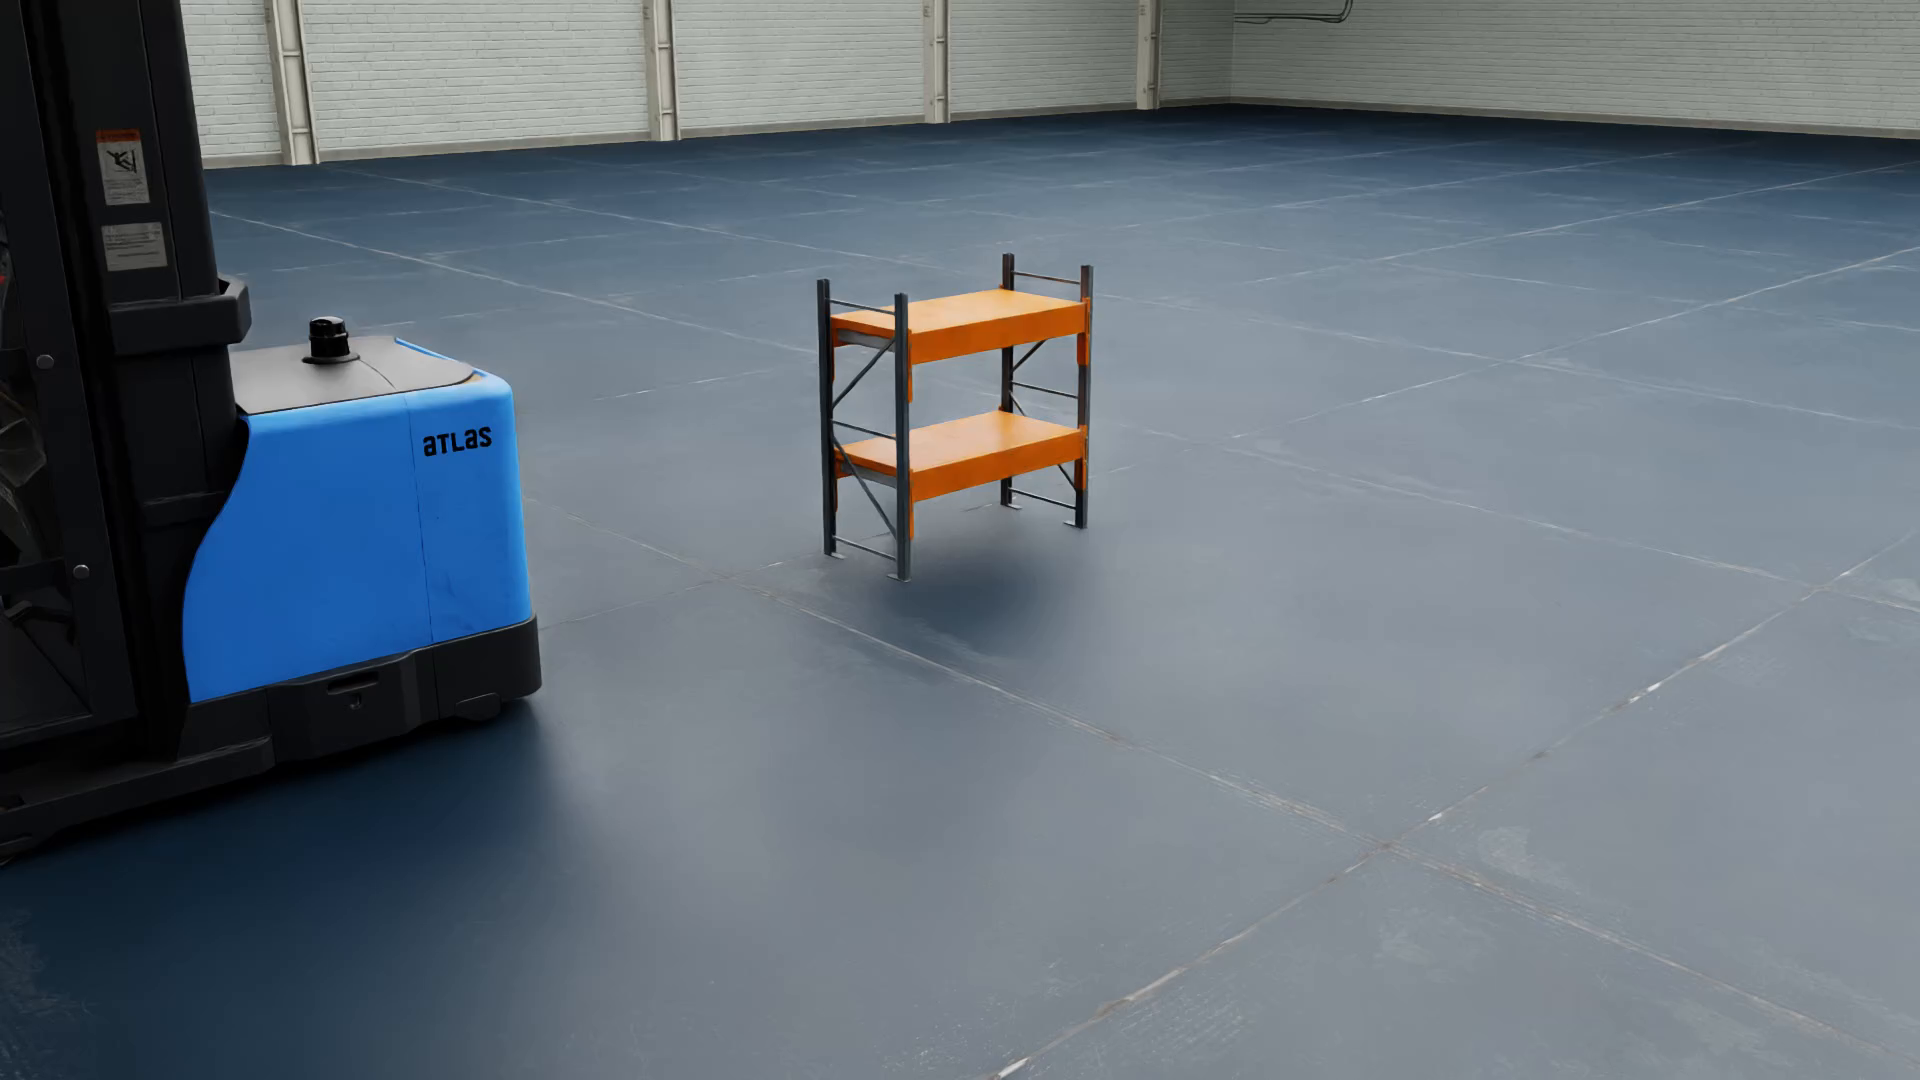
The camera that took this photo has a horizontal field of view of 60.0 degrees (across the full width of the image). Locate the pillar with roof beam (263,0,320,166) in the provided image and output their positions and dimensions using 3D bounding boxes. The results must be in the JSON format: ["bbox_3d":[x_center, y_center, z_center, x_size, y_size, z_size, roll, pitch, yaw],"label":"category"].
[{"bbox_3d":[-6.188,-8.542,18.741,0.400,9.000,9.100,-16,24,-41],"label":"pillar with roof beam"}]

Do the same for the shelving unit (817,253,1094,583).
[{"bbox_3d":[-0.005,-0.534,6.807,1.048,1.125,0.538,-16,24,-41],"label":"shelving unit"}]

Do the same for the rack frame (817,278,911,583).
[{"bbox_3d":[-0.374,-0.426,6.475,0.032,1.125,0.500,-16,24,-41],"label":"rack frame"}]

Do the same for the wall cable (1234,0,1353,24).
[{"bbox_3d":[6.982,-12.172,34.971,0.112,2.526,3.097,-16,24,-41],"label":"wall cable"}]

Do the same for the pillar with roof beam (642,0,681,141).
[{"bbox_3d":[-1.829,-9.814,22.662,0.400,9.000,9.100,-16,24,-41],"label":"pillar with roof beam"}]

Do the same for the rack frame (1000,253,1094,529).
[{"bbox_3d":[0.364,-0.641,7.139,0.032,1.125,0.500,-16,24,-41],"label":"rack frame"}]

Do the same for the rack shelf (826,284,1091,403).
[{"bbox_3d":[-0.005,-0.812,6.717,1.000,0.278,0.538,-16,24,-41],"label":"rack shelf"}]

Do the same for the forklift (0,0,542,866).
[{"bbox_3d":[-2.794,-0.679,4.327,3.031,2.935,1.130,-14,23,-37],"label":"forklift"}]

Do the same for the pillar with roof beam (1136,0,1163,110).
[{"bbox_3d":[6.891,-12.356,30.505,0.400,9.000,9.100,-16,24,-41],"label":"pillar with roof beam"}]

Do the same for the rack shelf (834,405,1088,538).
[{"bbox_3d":[-0.005,-0.301,6.882,1.000,0.278,0.538,-16,24,-41],"label":"rack shelf"}]

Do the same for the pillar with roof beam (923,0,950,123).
[{"bbox_3d":[2.531,-11.085,26.583,0.400,9.000,9.100,-16,24,-41],"label":"pillar with roof beam"}]
